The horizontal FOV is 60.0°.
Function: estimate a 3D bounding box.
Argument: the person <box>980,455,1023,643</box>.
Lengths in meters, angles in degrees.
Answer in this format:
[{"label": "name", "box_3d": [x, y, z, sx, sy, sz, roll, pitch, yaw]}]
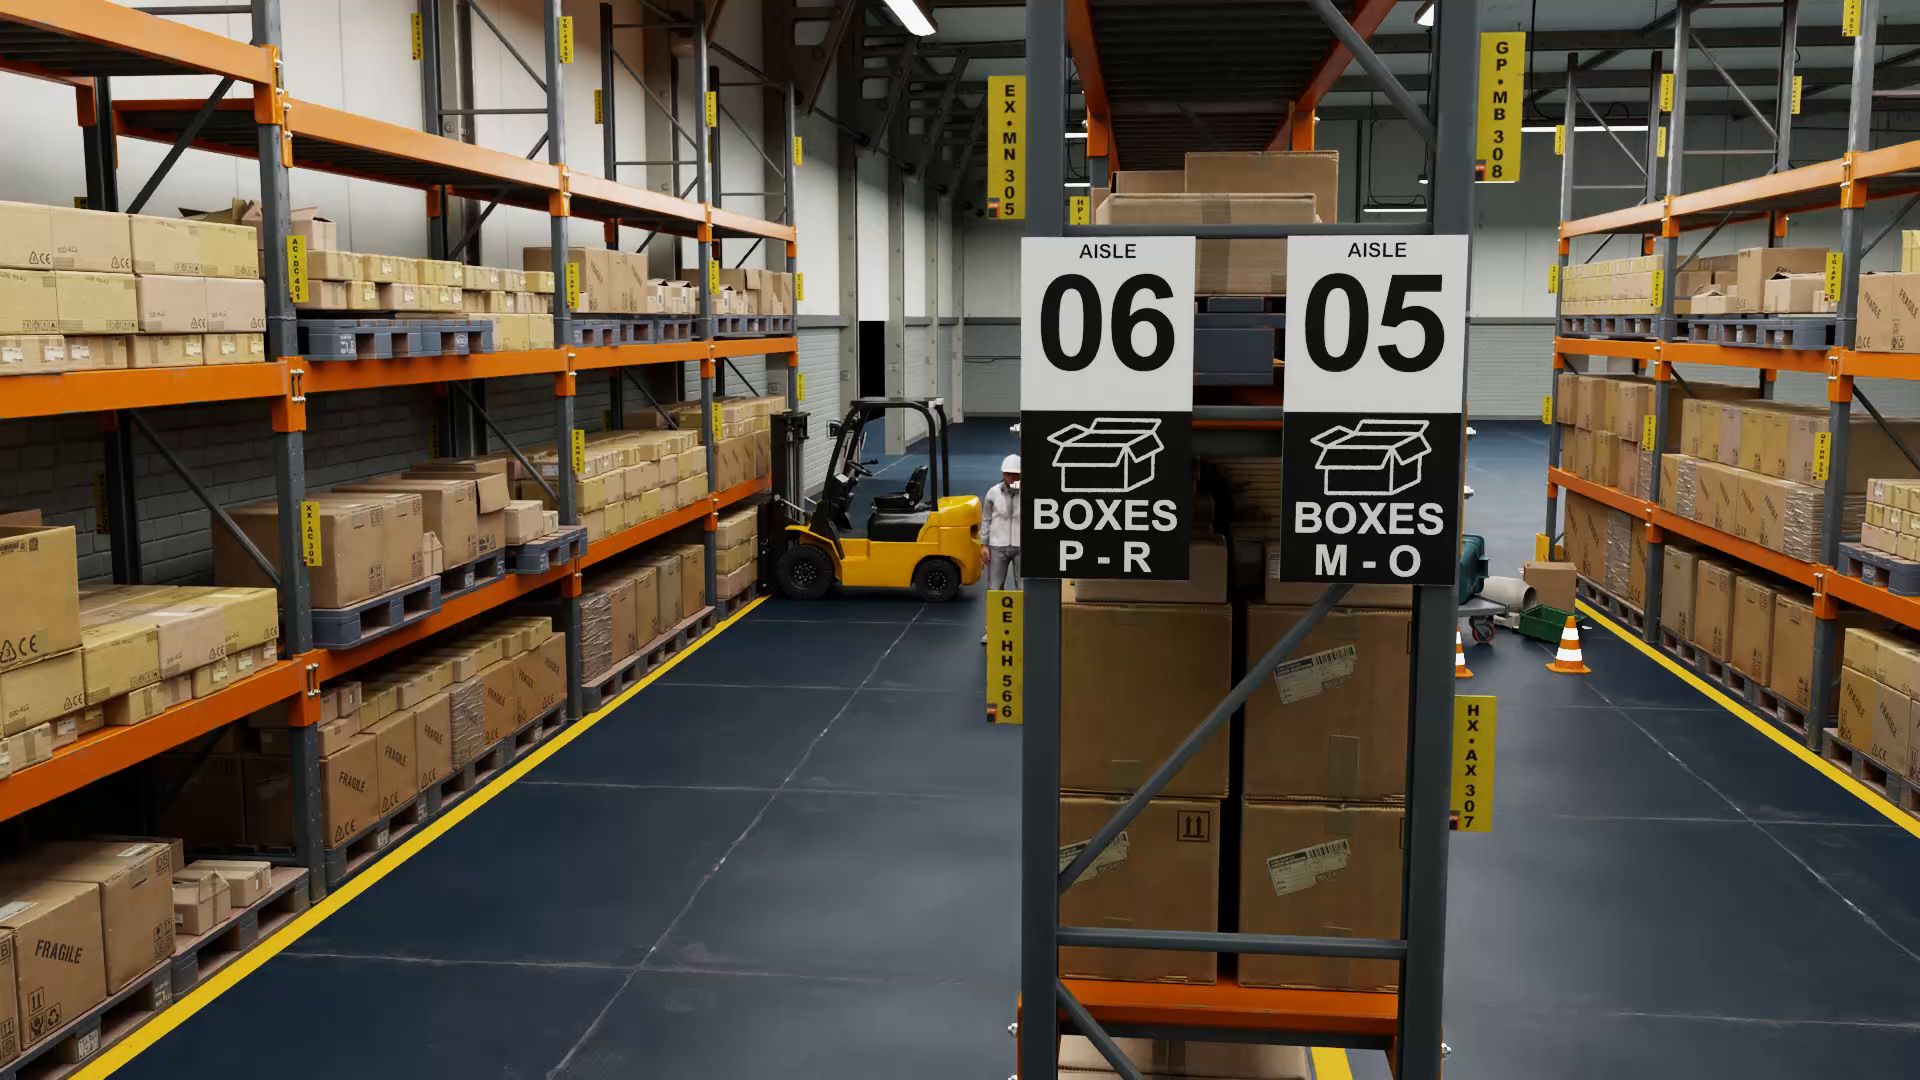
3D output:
[{"label": "person", "box_3d": [0.480, 0.081, 15.582, 0.580, 1.769, 0.461, 1, 8, 6]}]
